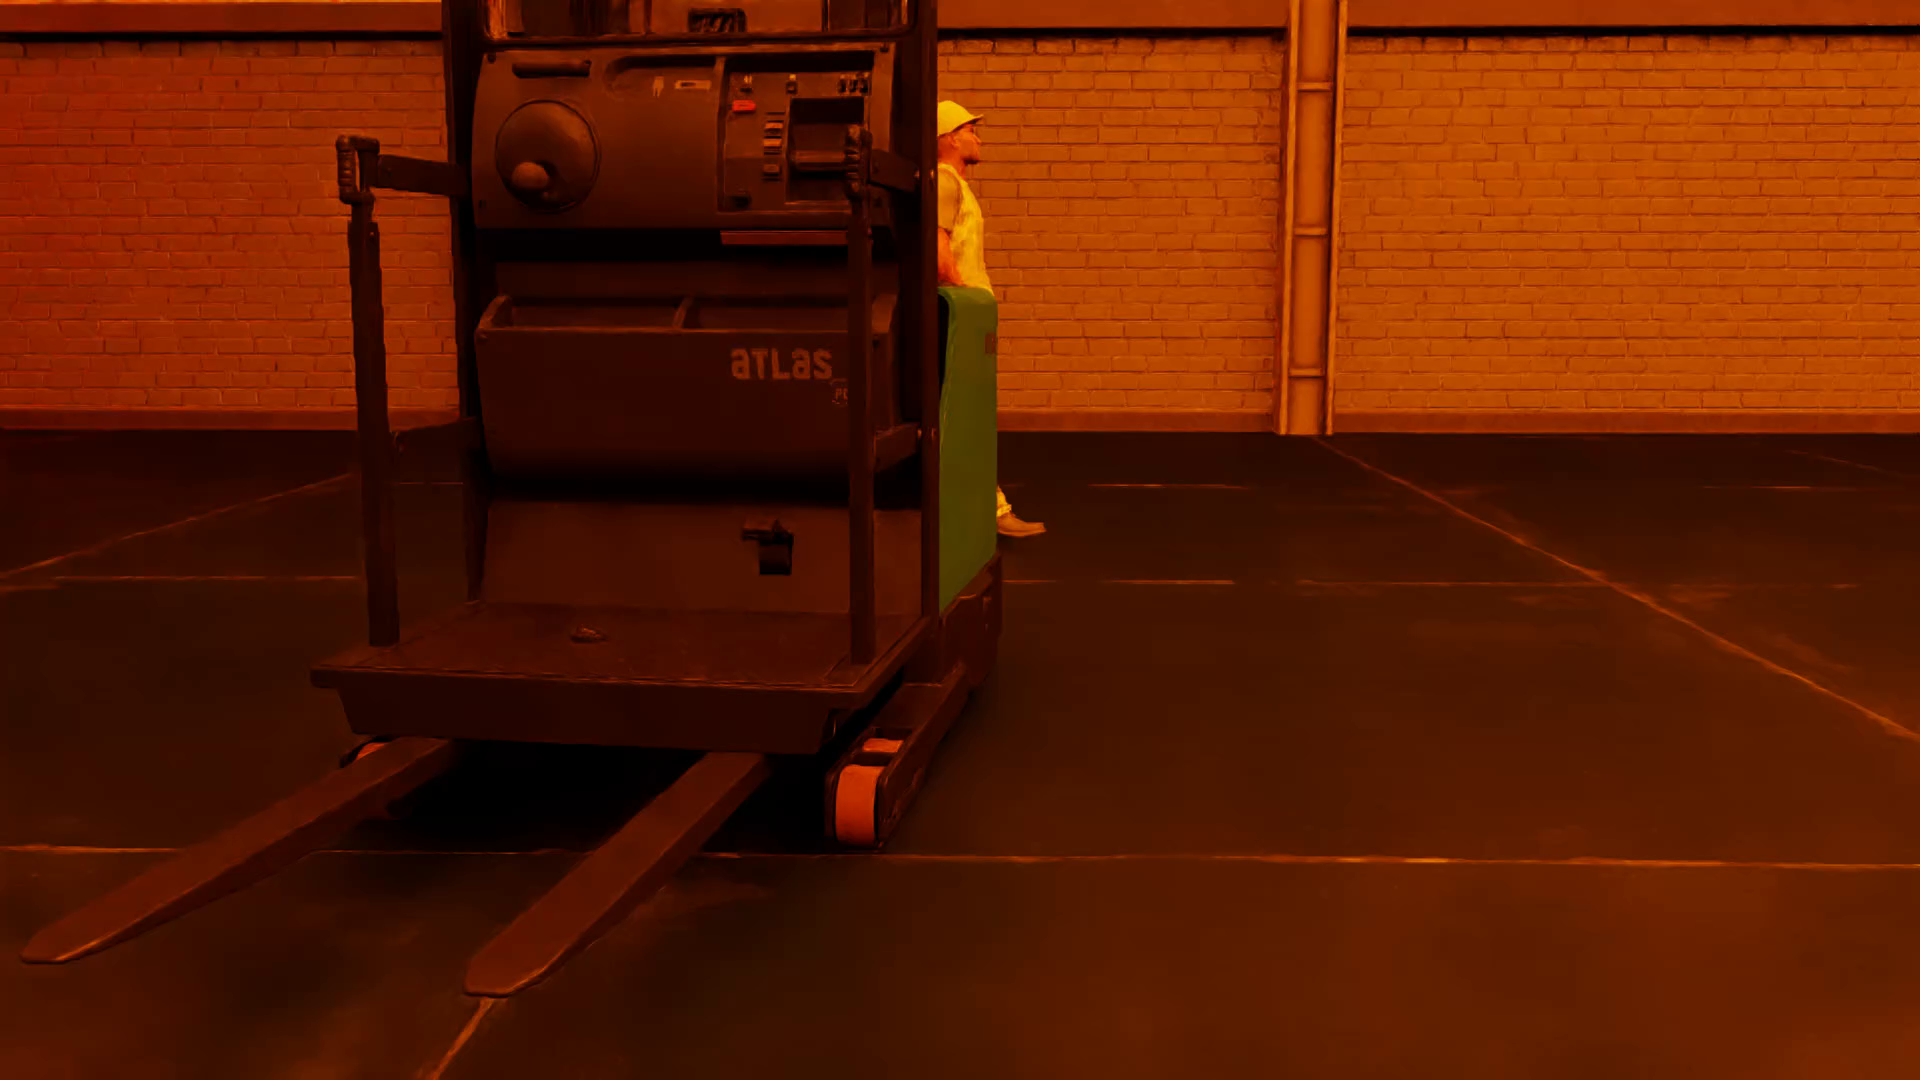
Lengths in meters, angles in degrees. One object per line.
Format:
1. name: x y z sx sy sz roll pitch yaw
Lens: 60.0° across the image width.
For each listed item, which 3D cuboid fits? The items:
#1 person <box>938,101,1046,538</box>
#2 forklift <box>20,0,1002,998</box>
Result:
1. person: 0.080 -0.929 6.972 0.563 1.787 0.637 0 9 1
2. forklift: -0.631 -0.909 3.369 1.130 2.935 3.031 1 9 9
